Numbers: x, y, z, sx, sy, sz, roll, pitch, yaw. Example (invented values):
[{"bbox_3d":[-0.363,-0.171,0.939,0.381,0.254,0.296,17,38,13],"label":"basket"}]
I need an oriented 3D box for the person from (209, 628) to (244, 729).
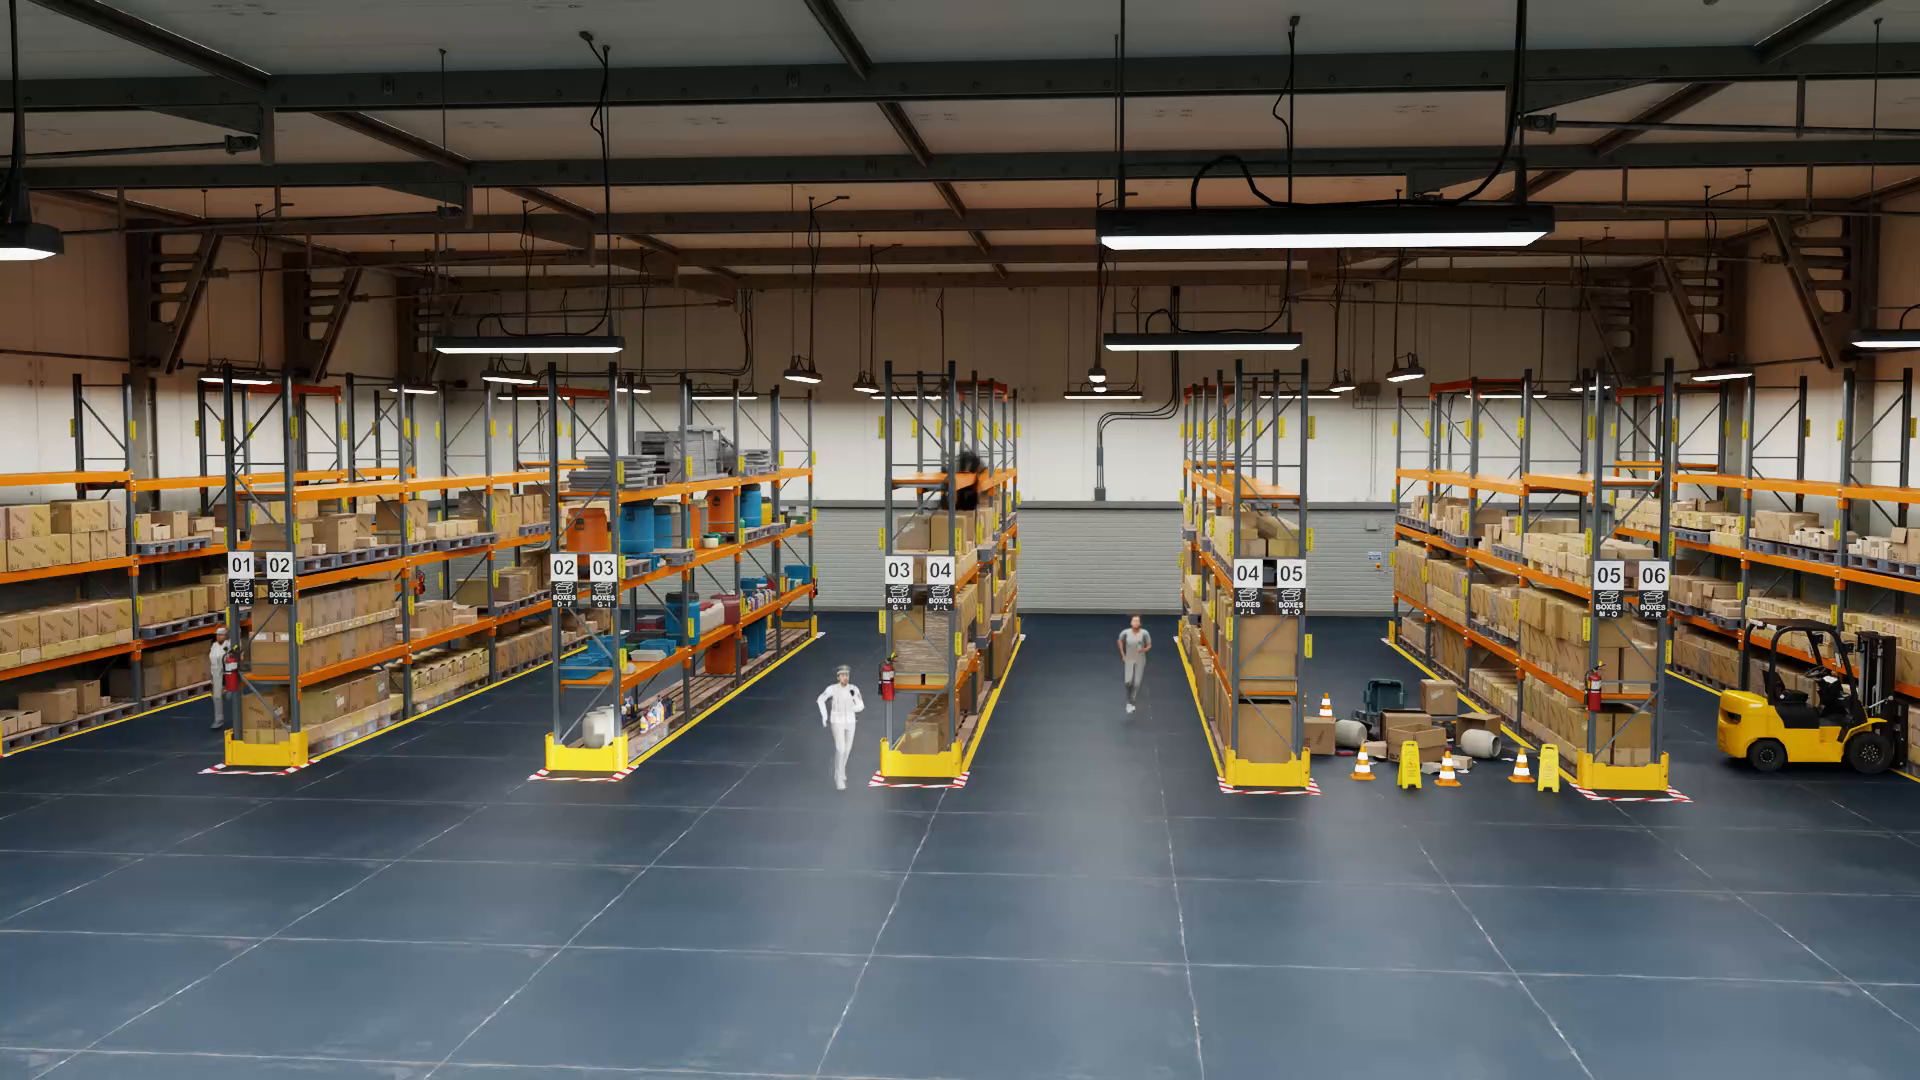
[{"bbox_3d":[-12.411,2.302,28.140,0.599,1.663,0.858,0,4,1],"label":"person"}]

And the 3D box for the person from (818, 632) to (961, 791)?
[{"bbox_3d":[-0.953,2.415,23.672,2.096,2.114,0.741,-2,4,-23],"label":"person"}]

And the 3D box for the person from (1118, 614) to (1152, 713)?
[{"bbox_3d":[2.929,2.070,27.853,0.560,1.668,0.660,0,4,5],"label":"person"}]
